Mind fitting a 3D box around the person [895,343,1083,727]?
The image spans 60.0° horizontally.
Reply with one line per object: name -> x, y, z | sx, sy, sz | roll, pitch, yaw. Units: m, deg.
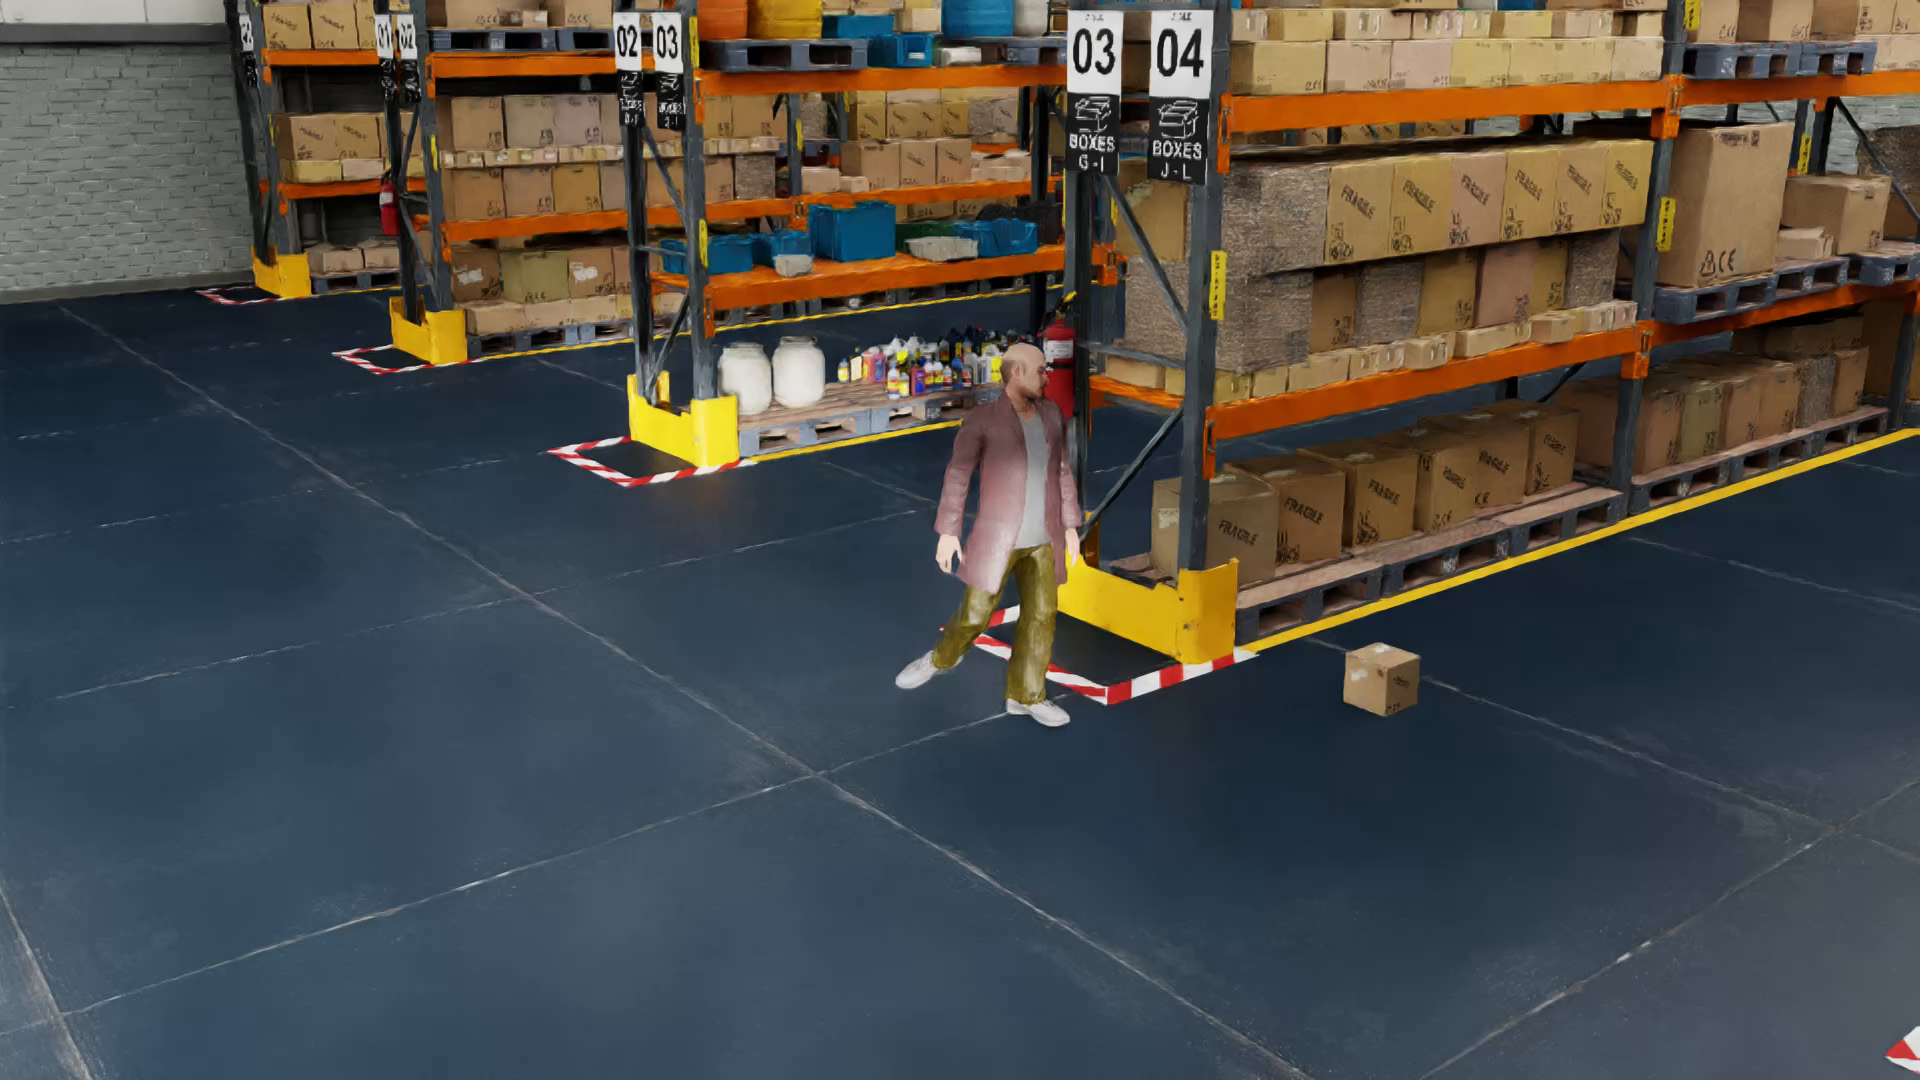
person -> 0.160, -0.027, 7.655 | 0.788, 1.775, 0.666 | -9, 19, -25
